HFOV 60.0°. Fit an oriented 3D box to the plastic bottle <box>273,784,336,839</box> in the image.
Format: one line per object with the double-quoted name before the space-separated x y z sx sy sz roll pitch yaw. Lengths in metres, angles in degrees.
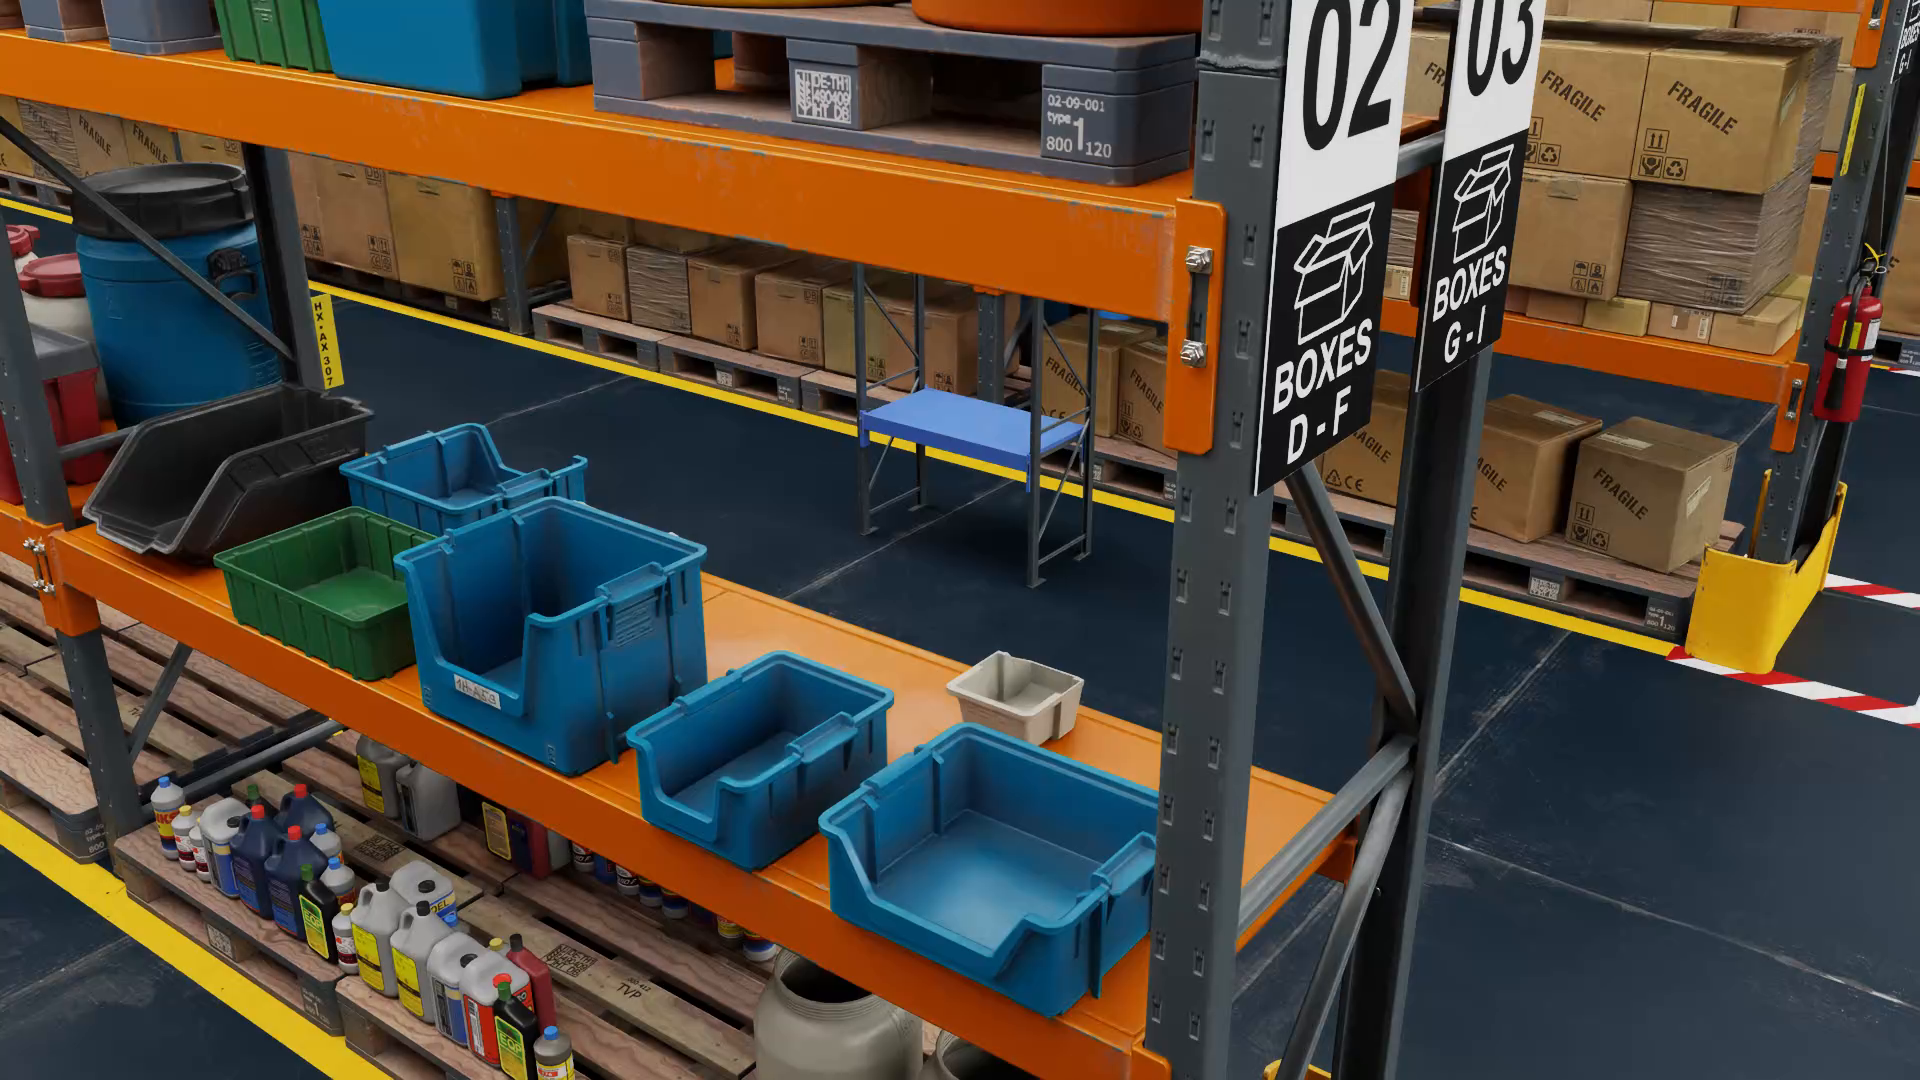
"plastic bottle" -2.047 0.914 5.194 0.185 0.351 0.144 17 29 33

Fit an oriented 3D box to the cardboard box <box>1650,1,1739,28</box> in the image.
"cardboard box" 5.058 -3.619 11.219 0.500 0.550 0.875 17 29 33

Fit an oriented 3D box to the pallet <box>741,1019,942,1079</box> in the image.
"pallet" -0.066 1.663 4.214 1.213 0.211 1.003 17 29 33

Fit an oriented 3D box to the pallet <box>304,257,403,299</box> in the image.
"pallet" -4.319 -2.178 12.932 1.213 0.211 1.003 17 29 33

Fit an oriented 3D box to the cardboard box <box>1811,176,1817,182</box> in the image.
"cardboard box" 5.408 -2.160 11.547 0.875 0.875 0.875 16 29 32

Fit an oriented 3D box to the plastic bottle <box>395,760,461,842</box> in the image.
"plastic bottle" -1.758 0.829 5.481 0.135 0.276 0.152 17 29 33

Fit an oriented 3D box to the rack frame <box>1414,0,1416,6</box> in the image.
"rack frame" 3.495 -3.553 12.593 0.127 3.000 1.000 17 29 33

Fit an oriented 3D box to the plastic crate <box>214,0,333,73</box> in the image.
"plastic crate" -1.432 -1.185 3.763 0.450 0.188 0.336 17 29 33

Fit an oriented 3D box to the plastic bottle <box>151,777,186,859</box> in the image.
"plastic bottle" -2.539 0.887 5.356 0.097 0.271 0.097 0 24 0

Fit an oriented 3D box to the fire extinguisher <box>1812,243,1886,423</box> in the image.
"fire extinguisher" 3.456 -0.798 6.437 0.183 0.674 0.296 17 29 33

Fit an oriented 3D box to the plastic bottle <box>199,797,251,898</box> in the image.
"plastic bottle" -2.264 0.954 5.197 0.135 0.276 0.152 18 30 35

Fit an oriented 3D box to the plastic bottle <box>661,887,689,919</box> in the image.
"plastic bottle" -0.868 1.014 5.068 0.097 0.271 0.097 0 24 0

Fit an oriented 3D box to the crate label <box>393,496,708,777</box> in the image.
"crate label" -0.965 0.214 4.000 0.616 0.435 0.502 17 29 33

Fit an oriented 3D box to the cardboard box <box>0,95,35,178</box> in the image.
"cardboard box" -8.602 -3.970 15.654 0.875 0.875 0.875 17 29 33

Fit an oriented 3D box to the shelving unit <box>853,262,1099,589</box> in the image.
"shelving unit" 0.068 -0.666 7.901 1.048 1.500 0.538 17 29 33

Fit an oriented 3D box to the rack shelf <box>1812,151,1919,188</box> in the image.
"rack shelf" 5.096 -2.740 11.641 4.000 0.370 1.077 17 29 33

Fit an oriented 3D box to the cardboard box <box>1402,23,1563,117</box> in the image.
"cardboard box" 2.250 -1.943 7.207 0.500 0.500 0.500 17 29 33

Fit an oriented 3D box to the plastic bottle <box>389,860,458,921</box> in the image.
"plastic bottle" -1.574 1.090 4.889 0.135 0.276 0.152 17 29 33

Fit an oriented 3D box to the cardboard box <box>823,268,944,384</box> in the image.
"cardboard box" -0.409 -1.311 10.061 0.500 0.500 0.700 17 29 33

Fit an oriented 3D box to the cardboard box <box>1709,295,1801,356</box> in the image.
"cardboard box" 3.289 -0.897 6.878 0.250 0.149 0.380 17 29 33

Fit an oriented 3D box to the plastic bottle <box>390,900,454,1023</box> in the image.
"plastic bottle" -1.494 1.154 4.650 0.185 0.351 0.144 18 30 35

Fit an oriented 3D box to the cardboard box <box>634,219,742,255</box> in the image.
"cardboard box" -1.776 -2.068 10.847 0.500 0.250 0.500 21 31 39

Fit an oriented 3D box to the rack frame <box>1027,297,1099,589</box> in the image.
"rack frame" 0.475 -0.543 7.622 0.032 1.500 0.500 17 29 33

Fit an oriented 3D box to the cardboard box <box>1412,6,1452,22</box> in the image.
"cardboard box" 2.163 -2.233 7.864 0.500 0.500 0.500 17 29 33

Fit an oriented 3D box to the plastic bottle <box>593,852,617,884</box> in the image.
"plastic bottle" -1.110 0.940 5.234 0.097 0.271 0.097 0 24 0

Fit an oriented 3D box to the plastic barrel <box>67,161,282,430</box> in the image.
"plastic barrel" -2.658 -0.800 5.723 0.708 0.901 0.600 17 29 33

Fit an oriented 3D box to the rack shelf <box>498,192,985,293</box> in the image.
"rack shelf" -1.161 -2.131 10.260 4.000 0.370 1.077 17 29 33

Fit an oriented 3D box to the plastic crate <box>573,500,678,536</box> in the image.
"plastic crate" -1.080 0.053 4.738 0.437 0.136 0.530 17 29 33

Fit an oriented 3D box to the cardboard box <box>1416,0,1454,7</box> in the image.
"cardboard box" 3.770 -4.015 12.118 0.550 0.550 0.875 17 29 33

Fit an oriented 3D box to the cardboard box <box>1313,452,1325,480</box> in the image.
"cardboard box" 1.743 -0.655 8.595 0.500 0.500 0.500 14 27 29

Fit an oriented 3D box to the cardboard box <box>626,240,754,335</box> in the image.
"cardboard box" -1.761 -1.716 10.979 0.500 0.500 0.700 14 27 29

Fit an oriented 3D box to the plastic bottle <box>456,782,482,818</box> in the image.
"plastic bottle" -1.689 0.741 5.588 0.185 0.351 0.144 15 28 31

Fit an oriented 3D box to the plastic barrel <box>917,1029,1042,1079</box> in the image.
"plastic barrel" 0.098 1.400 3.917 0.421 0.512 0.421 0 24 0

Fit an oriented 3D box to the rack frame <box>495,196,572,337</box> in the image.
"rack frame" -2.761 -2.944 11.212 0.127 3.000 1.000 17 29 33

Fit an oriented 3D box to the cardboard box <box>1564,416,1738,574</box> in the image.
"cardboard box" 3.151 -0.214 7.596 0.500 0.500 0.500 -20 31 -38

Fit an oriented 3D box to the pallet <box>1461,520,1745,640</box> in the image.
"pallet" 2.951 0.040 7.897 1.213 0.211 1.003 17 29 33

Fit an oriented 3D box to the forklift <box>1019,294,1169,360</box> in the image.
"forklift" -0.083 -2.861 11.107 3.031 2.935 1.130 16 29 32

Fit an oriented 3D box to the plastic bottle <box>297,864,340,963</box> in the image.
"plastic bottle" -1.876 1.091 4.877 0.133 0.283 0.061 18 30 36

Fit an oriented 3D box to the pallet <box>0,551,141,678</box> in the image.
"pallet" -4.163 0.425 7.024 1.213 0.211 1.003 17 29 33

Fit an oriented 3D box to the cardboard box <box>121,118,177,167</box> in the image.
"cardboard box" -6.442 -3.317 14.172 0.875 0.875 0.875 17 29 33

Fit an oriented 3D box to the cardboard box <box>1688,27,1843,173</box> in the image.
"cardboard box" 3.364 -1.870 7.041 0.500 0.500 0.500 17 29 33

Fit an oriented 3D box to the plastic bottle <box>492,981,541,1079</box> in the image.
"plastic bottle" -1.167 1.305 4.391 0.133 0.283 0.061 18 29 35

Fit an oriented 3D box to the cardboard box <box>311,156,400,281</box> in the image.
"cardboard box" -4.009 -2.556 12.445 0.875 0.875 1.225 17 29 33

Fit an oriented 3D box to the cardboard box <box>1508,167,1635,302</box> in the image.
"cardboard box" 2.745 -1.416 7.250 0.500 0.500 0.875 17 29 33

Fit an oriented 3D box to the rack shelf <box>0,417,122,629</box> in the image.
"rack shelf" -4.131 -0.533 6.633 4.000 0.370 1.077 17 29 33

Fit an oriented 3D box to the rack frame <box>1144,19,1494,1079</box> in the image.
"rack frame" 0.670 0.588 3.195 0.127 3.000 1.000 17 29 33

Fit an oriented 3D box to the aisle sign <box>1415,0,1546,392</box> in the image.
"aisle sign" 0.903 -0.679 2.846 0.004 0.787 0.394 17 29 33

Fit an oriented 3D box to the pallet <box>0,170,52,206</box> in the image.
"pallet" -8.476 -3.435 15.784 1.213 0.211 1.003 17 29 33

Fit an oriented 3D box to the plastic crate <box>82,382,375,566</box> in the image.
"plastic crate" -2.188 -0.183 5.022 0.504 0.338 0.767 17 29 33

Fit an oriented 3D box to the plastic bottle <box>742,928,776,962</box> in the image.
"plastic bottle" -0.594 1.096 4.879 0.097 0.271 0.097 0 24 0

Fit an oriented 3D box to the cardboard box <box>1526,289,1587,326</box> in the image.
"cardboard box" 2.667 -1.067 7.263 0.250 0.149 0.380 17 29 33

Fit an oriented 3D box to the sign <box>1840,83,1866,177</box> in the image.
"sign" 3.292 -1.510 6.129 0.005 0.325 0.100 17 29 33

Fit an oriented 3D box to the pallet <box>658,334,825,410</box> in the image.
"pallet" -1.165 -1.184 10.675 1.213 0.211 1.003 17 29 33
